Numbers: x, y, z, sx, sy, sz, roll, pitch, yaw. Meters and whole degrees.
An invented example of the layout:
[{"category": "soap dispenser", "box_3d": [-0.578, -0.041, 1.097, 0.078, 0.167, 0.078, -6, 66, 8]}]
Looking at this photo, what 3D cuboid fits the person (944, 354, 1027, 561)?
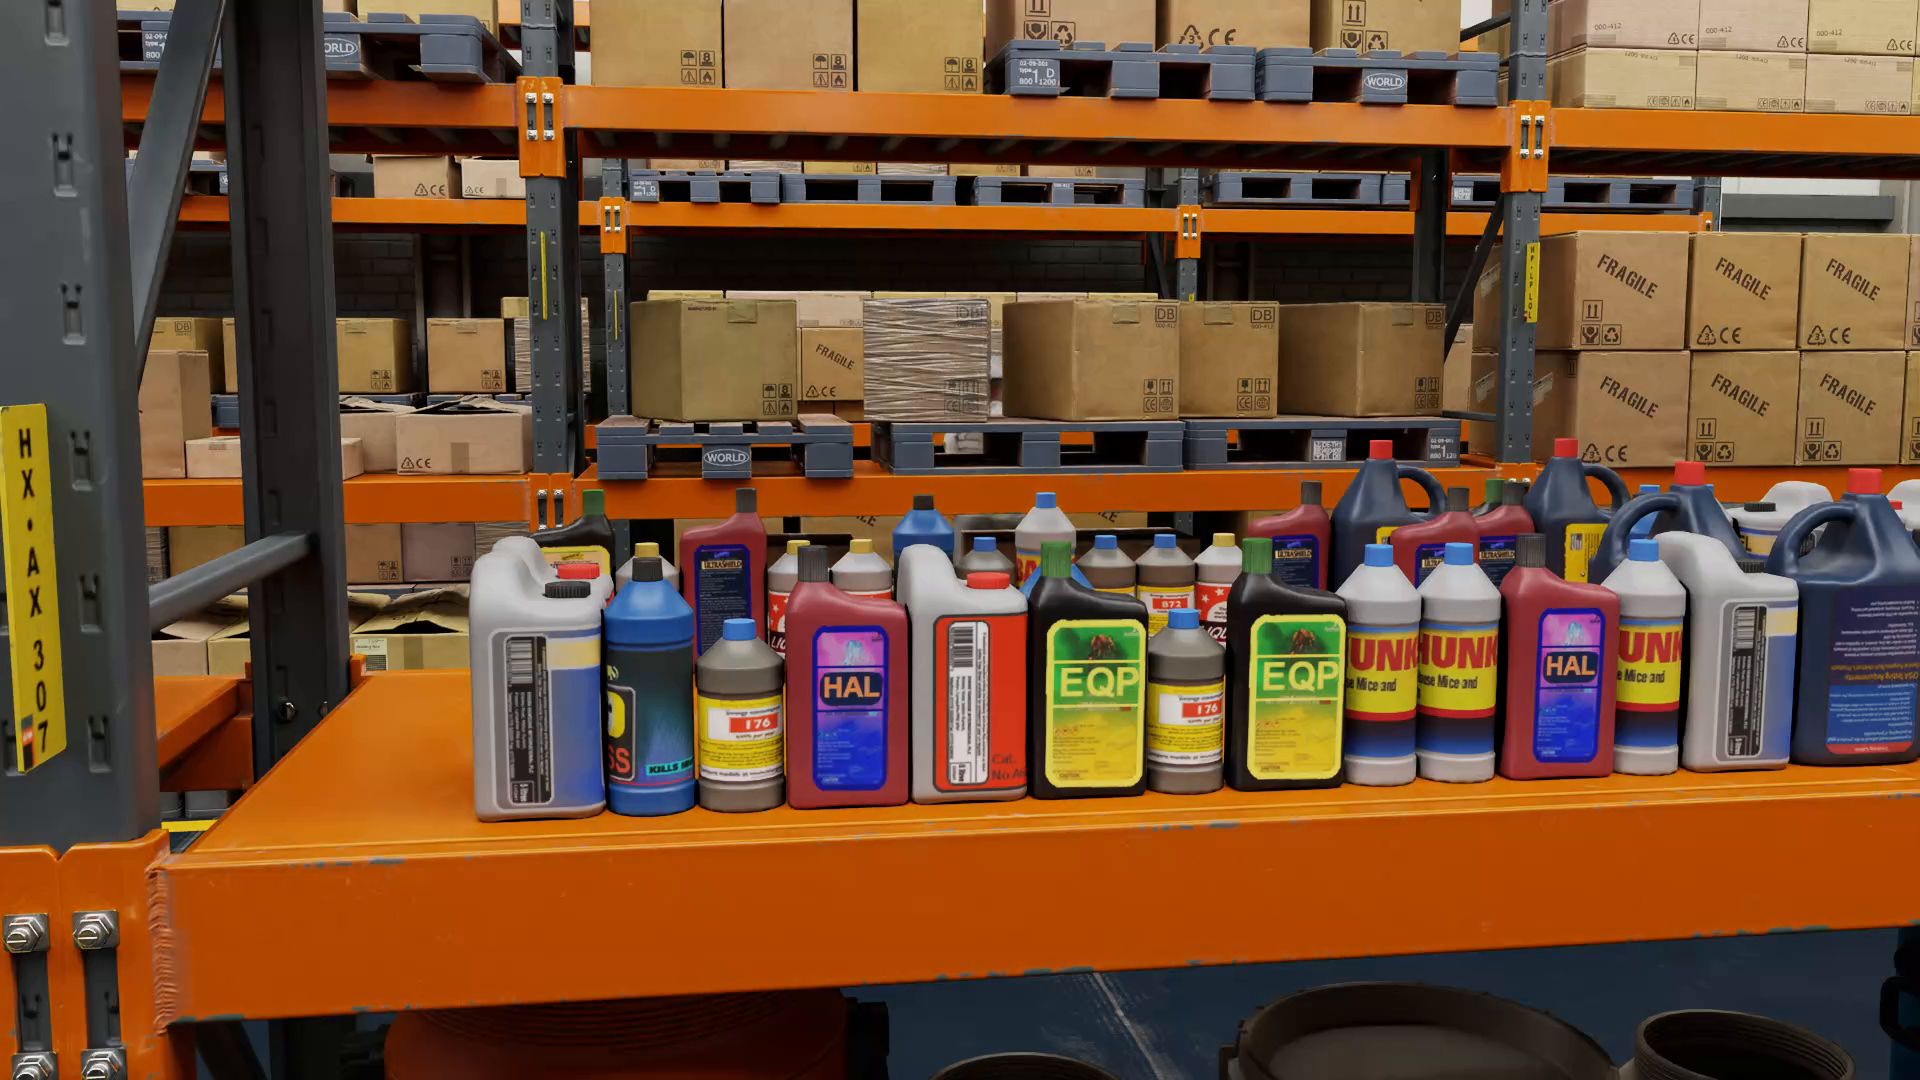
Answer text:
[{"category": "person", "box_3d": [0.184, -0.147, 9.335, 0.529, 1.782, 0.527, 1, 6, 4]}]
